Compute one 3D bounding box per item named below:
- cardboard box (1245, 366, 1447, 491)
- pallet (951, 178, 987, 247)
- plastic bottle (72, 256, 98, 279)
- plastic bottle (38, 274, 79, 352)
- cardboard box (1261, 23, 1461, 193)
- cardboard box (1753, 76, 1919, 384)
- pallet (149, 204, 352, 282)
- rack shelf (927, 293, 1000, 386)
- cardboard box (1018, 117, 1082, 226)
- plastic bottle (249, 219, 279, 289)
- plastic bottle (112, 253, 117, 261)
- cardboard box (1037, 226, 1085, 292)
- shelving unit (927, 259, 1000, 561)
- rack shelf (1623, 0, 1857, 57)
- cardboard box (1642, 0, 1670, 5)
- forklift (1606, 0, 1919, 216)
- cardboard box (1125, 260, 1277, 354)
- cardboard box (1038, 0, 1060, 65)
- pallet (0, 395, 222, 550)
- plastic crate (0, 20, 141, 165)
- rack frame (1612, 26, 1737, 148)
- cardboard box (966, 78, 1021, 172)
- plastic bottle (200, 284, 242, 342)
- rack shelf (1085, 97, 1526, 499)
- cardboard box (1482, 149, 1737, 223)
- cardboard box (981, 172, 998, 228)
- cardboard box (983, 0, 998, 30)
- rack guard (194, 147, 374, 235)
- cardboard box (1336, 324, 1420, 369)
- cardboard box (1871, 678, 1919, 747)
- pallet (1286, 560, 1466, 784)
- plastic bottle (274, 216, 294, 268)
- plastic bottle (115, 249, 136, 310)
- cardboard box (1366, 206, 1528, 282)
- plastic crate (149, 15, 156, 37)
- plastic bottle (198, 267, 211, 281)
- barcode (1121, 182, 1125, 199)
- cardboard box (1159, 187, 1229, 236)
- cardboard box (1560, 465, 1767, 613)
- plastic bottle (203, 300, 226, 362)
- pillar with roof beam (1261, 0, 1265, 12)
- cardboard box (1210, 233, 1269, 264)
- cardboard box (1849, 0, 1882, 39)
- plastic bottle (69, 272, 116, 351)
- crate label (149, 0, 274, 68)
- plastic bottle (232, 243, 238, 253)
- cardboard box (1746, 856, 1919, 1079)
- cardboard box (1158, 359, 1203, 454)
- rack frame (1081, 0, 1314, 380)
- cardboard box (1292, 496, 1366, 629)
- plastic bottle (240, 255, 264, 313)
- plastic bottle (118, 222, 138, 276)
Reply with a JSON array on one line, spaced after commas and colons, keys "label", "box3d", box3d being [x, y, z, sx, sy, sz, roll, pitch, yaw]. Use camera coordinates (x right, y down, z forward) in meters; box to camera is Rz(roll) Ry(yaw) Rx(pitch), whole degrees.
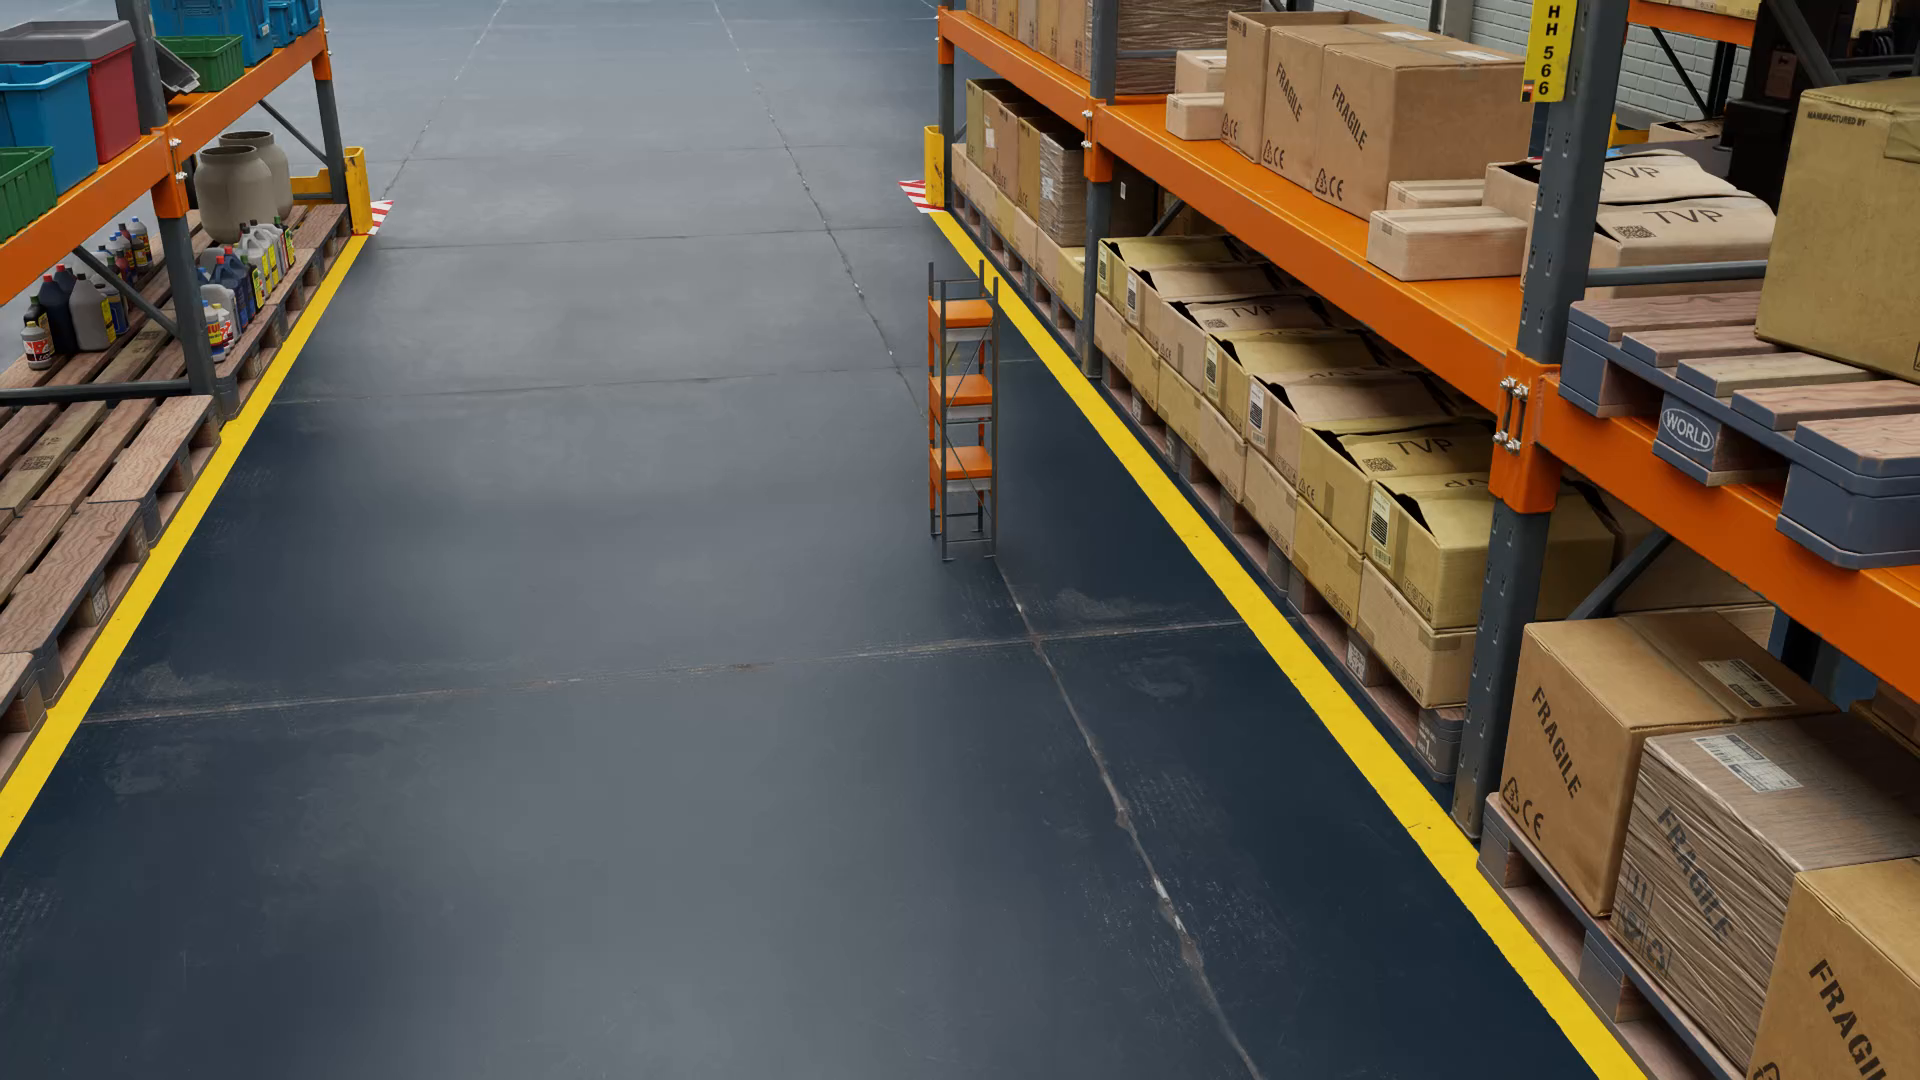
[{"label": "cardboard box", "box3d": [1.302, -0.412, 5.656, 0.500, 0.311, 0.500, -4, 24, -10]}, {"label": "pallet", "box3d": [0.537, -2.203, 11.031, 1.003, 0.211, 1.213, -4, 24, -10]}, {"label": "plastic bottle", "box3d": [-4.272, -1.263, 8.153, 0.144, 0.351, 0.185, -4, 24, -10]}, {"label": "plastic bottle", "box3d": [-4.176, -1.060, 7.690, 0.144, 0.351, 0.185, -5, 24, -11]}, {"label": "cardboard box", "box3d": [1.411, -1.544, 5.912, 0.500, 0.500, 0.500, -4, 24, -10]}, {"label": "cardboard box", "box3d": [2.061, -0.631, 3.298, 0.700, 0.500, 0.500, -13, 27, -27]}, {"label": "pallet", "box3d": [-4.309, -1.790, 10.084, 1.003, 0.211, 1.213, -4, 24, -10]}, {"label": "rack shelf", "box3d": [0.010, -0.710, 5.882, 0.215, 0.259, 0.240, -4, 24, -10]}, {"label": "cardboard box", "box3d": [0.617, -2.042, 9.151, 0.500, 0.500, 0.500, -4, 24, -10]}, {"label": "plastic bottle", "box3d": [-3.663, -1.491, 8.676, 0.144, 0.351, 0.185, -3, 24, -8]}, {"label": "plastic bottle", "box3d": [-4.385, -1.384, 8.617, 0.097, 0.201, 0.097, 0, 24, 0]}, {"label": "cardboard box", "box3d": [0.711, -1.502, 8.851, 0.500, 0.250, 0.500, -4, 24, -10]}, {"label": "shelving unit", "box3d": [0.010, -0.460, 5.992, 0.215, 1.050, 0.252, -4, 24, -10]}, {"label": "rack shelf", "box3d": [5.592, -3.031, 10.340, 1.077, 0.370, 4.000, -4, 24, -10]}, {"label": "cardboard box", "box3d": [5.001, -3.872, 11.530, 0.500, 0.250, 0.500, -5, 24, -11]}, {"label": "forklift", "box3d": [3.894, -1.687, 6.450, 1.130, 2.935, 3.031, -8, 25, -19]}, {"label": "cardboard box", "box3d": [1.014, -1.017, 7.040, 0.500, 0.311, 0.500, -5, 24, -10]}, {"label": "cardboard box", "box3d": [0.813, -2.830, 8.857, 0.700, 0.500, 0.500, -4, 24, -9]}, {"label": "pallet", "box3d": [-3.591, -0.257, 6.574, 1.003, 0.211, 1.213, -4, 24, -10]}, {"label": "plastic crate", "box3d": [-3.384, -1.702, 6.319, 0.402, 0.464, 0.583, -4, 24, -10]}, {"label": "rack frame", "box3d": [5.222, -4.147, 11.998, 1.000, 3.000, 0.127, -4, 24, -10]}, {"label": "cardboard box", "box3d": [0.330, -2.631, 10.500, 0.500, 0.500, 0.500, -4, 24, -10]}, {"label": "plastic bottle", "box3d": [-3.489, -1.077, 7.821, 0.152, 0.276, 0.135, -3, 24, -8]}, {"label": "rack shelf", "box3d": [1.464, -1.089, 5.895, 1.077, 0.370, 4.000, -4, 24, -10]}, {"label": "cardboard box", "box3d": [1.859, -0.958, 4.806, 0.500, 0.311, 0.500, -5, 24, -10]}, {"label": "cardboard box", "box3d": [0.423, -2.091, 10.200, 0.500, 0.250, 0.500, -4, 24, -10]}, {"label": "cardboard box", "box3d": [0.530, -3.434, 10.240, 0.700, 0.500, 0.500, -4, 24, -8]}, {"label": "rack guard", "box3d": [-4.453, -2.242, 10.759, 1.175, 0.500, 0.348, -4, 24, -10]}, {"label": "cardboard box", "box3d": [1.733, -0.658, 6.220, 0.500, 0.311, 0.500, -5, 24, -10]}, {"label": "cardboard box", "box3d": [2.252, 0.340, 3.360, 0.500, 0.250, 0.500, -3, 24, -8]}, {"label": "pallet", "box3d": [1.720, 0.319, 5.256, 1.003, 0.211, 1.213, -4, 24, -10]}, {"label": "plastic bottle", "box3d": [-3.704, -1.636, 9.092, 0.061, 0.283, 0.133, -4, 24, -8]}, {"label": "plastic bottle", "box3d": [-4.193, -1.304, 8.332, 0.061, 0.283, 0.133, -4, 24, -10]}, {"label": "cardboard box", "box3d": [1.396, -0.850, 4.763, 0.380, 0.149, 0.250, -4, 24, -10]}, {"label": "plastic crate", "box3d": [-4.665, -2.917, 9.511, 0.298, 0.136, 0.250, -4, 24, -10]}, {"label": "plastic bottle", "box3d": [-3.661, -1.188, 8.082, 0.097, 0.271, 0.097, 0, 24, 0]}, {"label": "barcode", "box3d": [0.733, -1.570, 7.472, 0.001, 0.075, 0.075, -4, 24, -10]}, {"label": "cardboard box", "box3d": [1.316, -1.687, 8.339, 0.500, 0.500, 0.500, -4, 24, -10]}, {"label": "cardboard box", "box3d": [2.026, -0.049, 4.825, 0.500, 0.311, 0.500, -4, 24, -8]}, {"label": "plastic bottle", "box3d": [-3.402, -0.950, 7.536, 0.097, 0.271, 0.097, 0, 24, 0]}, {"label": "pillar with roof beam", "box3d": [-0.248, -11.086, 20.391, 9.100, 9.000, 0.400, -4, 24, -10]}, {"label": "cardboard box", "box3d": [1.451, -1.257, 7.590, 0.500, 0.311, 0.500, -4, 24, -10]}, {"label": "cardboard box", "box3d": [5.384, -3.071, 9.697, 0.500, 0.250, 0.500, -4, 24, -10]}, {"label": "plastic bottle", "box3d": [-4.035, -1.071, 7.714, 0.144, 0.351, 0.185, -4, 24, -10]}, {"label": "crate label", "box3d": [-3.908, -2.726, 8.700, 0.502, 0.435, 0.616, -4, 24, -10]}, {"label": "plastic bottle", "box3d": [-3.817, -1.471, 8.817, 0.097, 0.201, 0.097, 0, 24, 0]}, {"label": "cardboard box", "box3d": [1.828, 0.915, 2.981, 0.500, 0.500, 0.500, -5, 24, -10]}, {"label": "cardboard box", "box3d": [1.117, -0.556, 6.687, 0.500, 0.250, 0.500, -5, 24, -11]}, {"label": "rack frame", "box3d": [1.094, -2.206, 7.552, 1.000, 3.000, 0.127, -4, 24, -10]}, {"label": "cardboard box", "box3d": [1.398, 0.044, 5.312, 0.500, 0.250, 0.500, -5, 24, -10]}, {"label": "plastic bottle", "box3d": [-3.540, -1.288, 8.295, 0.061, 0.283, 0.133, -3, 24, -7]}, {"label": "plastic bottle", "box3d": [-4.461, -1.544, 8.882, 0.061, 0.283, 0.133, -4, 24, -9]}]
